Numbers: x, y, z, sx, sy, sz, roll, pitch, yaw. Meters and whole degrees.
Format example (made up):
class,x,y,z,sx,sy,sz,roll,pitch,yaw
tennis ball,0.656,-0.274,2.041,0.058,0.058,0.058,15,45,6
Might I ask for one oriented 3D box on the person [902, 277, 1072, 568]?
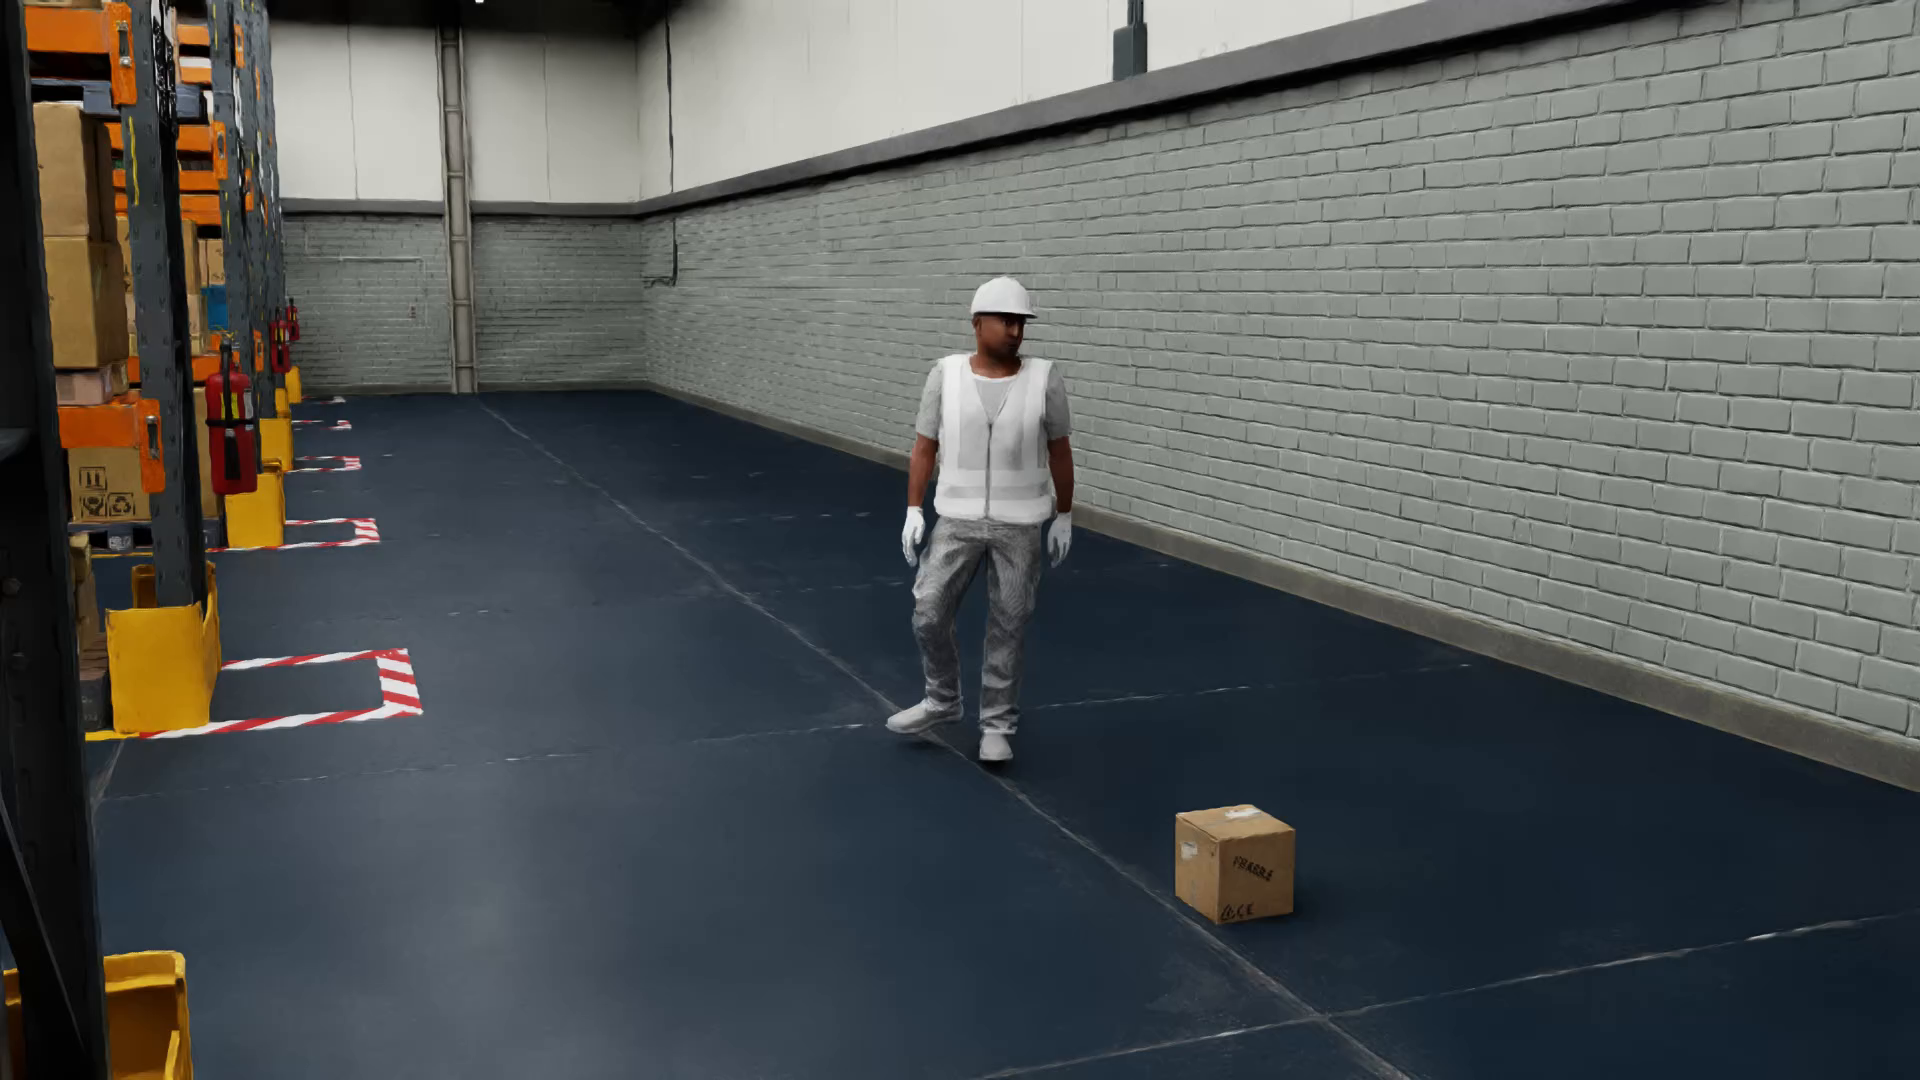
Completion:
class,x,y,z,sx,sy,sz,roll,pitch,yaw
person,0.100,-0.414,6.039,0.612,1.069,0.342,1,9,7
